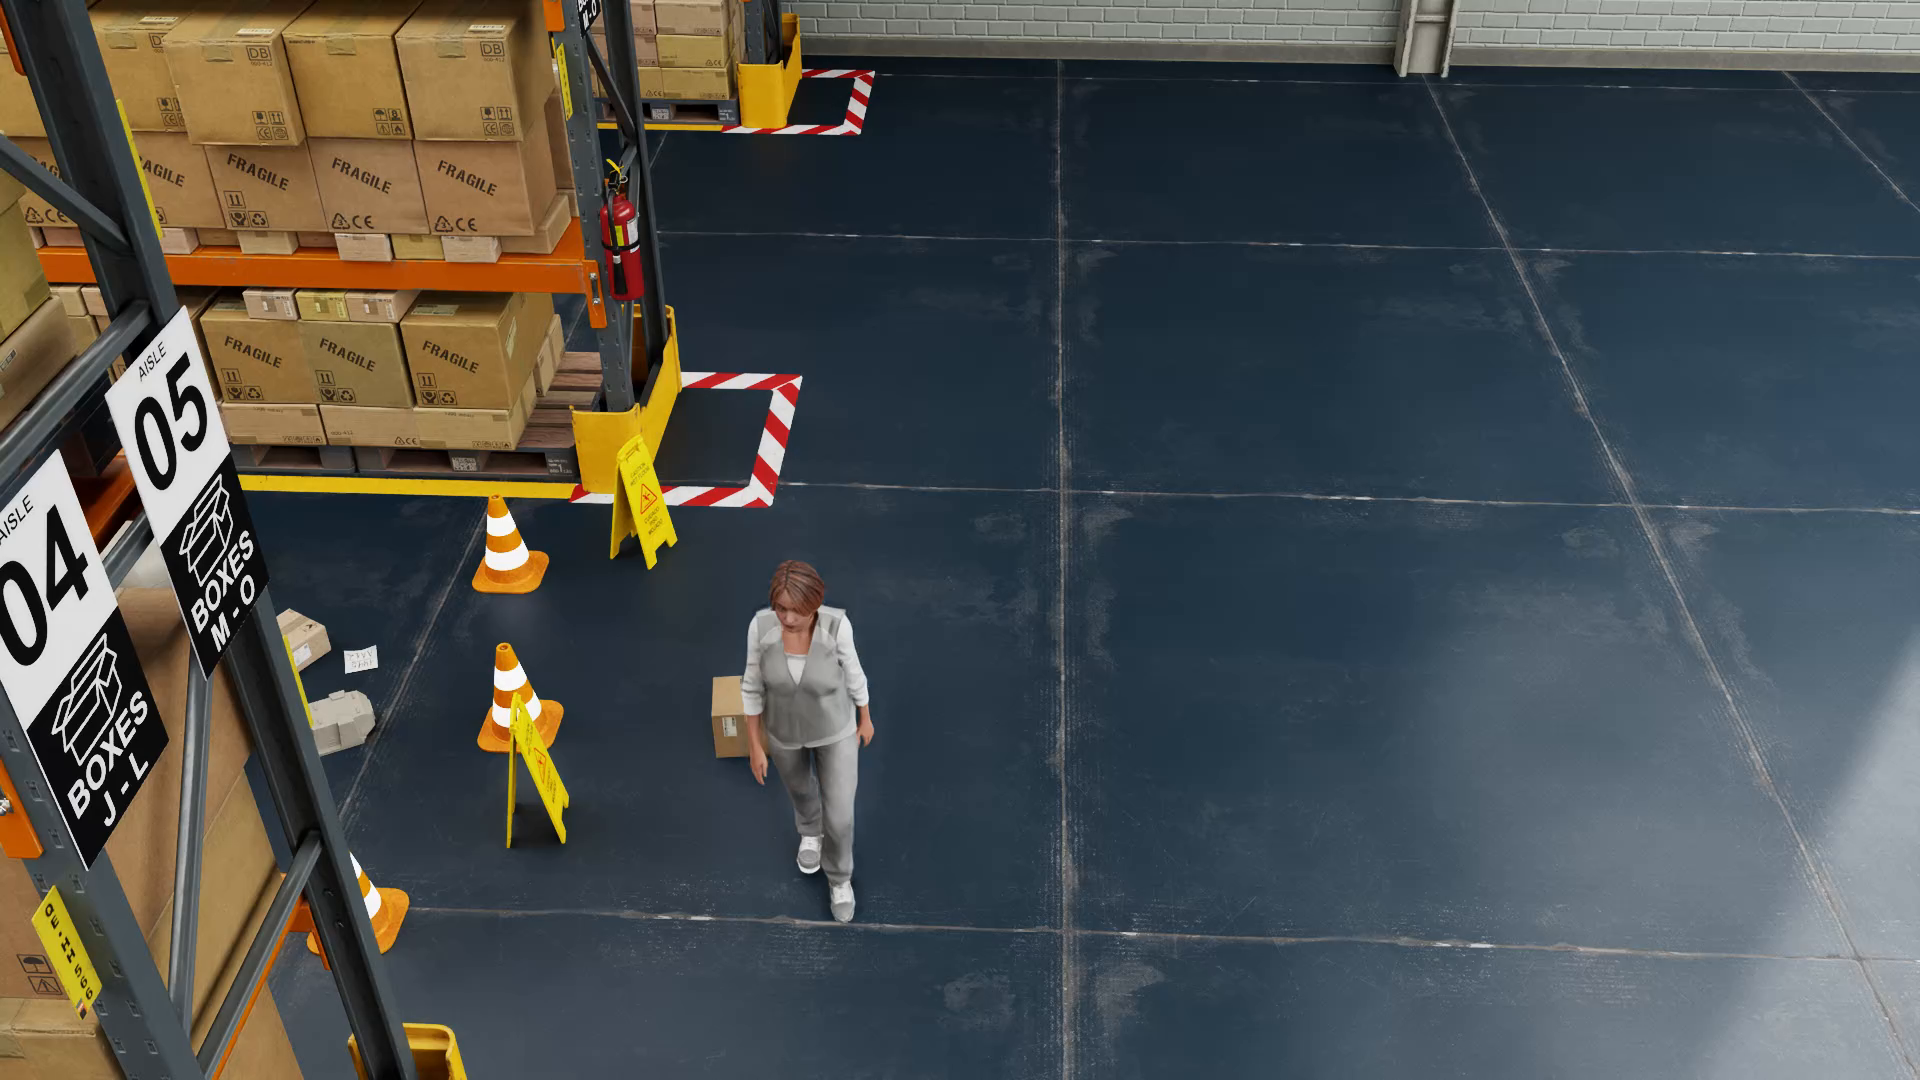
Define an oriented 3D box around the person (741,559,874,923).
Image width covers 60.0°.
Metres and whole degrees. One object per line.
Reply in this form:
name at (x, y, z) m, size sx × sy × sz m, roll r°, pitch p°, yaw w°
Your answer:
person at (-0.552, 0.754, 6.192) m, size 0.450 × 1.527 × 0.527 m, roll 3°, pitch 36°, yaw 5°
